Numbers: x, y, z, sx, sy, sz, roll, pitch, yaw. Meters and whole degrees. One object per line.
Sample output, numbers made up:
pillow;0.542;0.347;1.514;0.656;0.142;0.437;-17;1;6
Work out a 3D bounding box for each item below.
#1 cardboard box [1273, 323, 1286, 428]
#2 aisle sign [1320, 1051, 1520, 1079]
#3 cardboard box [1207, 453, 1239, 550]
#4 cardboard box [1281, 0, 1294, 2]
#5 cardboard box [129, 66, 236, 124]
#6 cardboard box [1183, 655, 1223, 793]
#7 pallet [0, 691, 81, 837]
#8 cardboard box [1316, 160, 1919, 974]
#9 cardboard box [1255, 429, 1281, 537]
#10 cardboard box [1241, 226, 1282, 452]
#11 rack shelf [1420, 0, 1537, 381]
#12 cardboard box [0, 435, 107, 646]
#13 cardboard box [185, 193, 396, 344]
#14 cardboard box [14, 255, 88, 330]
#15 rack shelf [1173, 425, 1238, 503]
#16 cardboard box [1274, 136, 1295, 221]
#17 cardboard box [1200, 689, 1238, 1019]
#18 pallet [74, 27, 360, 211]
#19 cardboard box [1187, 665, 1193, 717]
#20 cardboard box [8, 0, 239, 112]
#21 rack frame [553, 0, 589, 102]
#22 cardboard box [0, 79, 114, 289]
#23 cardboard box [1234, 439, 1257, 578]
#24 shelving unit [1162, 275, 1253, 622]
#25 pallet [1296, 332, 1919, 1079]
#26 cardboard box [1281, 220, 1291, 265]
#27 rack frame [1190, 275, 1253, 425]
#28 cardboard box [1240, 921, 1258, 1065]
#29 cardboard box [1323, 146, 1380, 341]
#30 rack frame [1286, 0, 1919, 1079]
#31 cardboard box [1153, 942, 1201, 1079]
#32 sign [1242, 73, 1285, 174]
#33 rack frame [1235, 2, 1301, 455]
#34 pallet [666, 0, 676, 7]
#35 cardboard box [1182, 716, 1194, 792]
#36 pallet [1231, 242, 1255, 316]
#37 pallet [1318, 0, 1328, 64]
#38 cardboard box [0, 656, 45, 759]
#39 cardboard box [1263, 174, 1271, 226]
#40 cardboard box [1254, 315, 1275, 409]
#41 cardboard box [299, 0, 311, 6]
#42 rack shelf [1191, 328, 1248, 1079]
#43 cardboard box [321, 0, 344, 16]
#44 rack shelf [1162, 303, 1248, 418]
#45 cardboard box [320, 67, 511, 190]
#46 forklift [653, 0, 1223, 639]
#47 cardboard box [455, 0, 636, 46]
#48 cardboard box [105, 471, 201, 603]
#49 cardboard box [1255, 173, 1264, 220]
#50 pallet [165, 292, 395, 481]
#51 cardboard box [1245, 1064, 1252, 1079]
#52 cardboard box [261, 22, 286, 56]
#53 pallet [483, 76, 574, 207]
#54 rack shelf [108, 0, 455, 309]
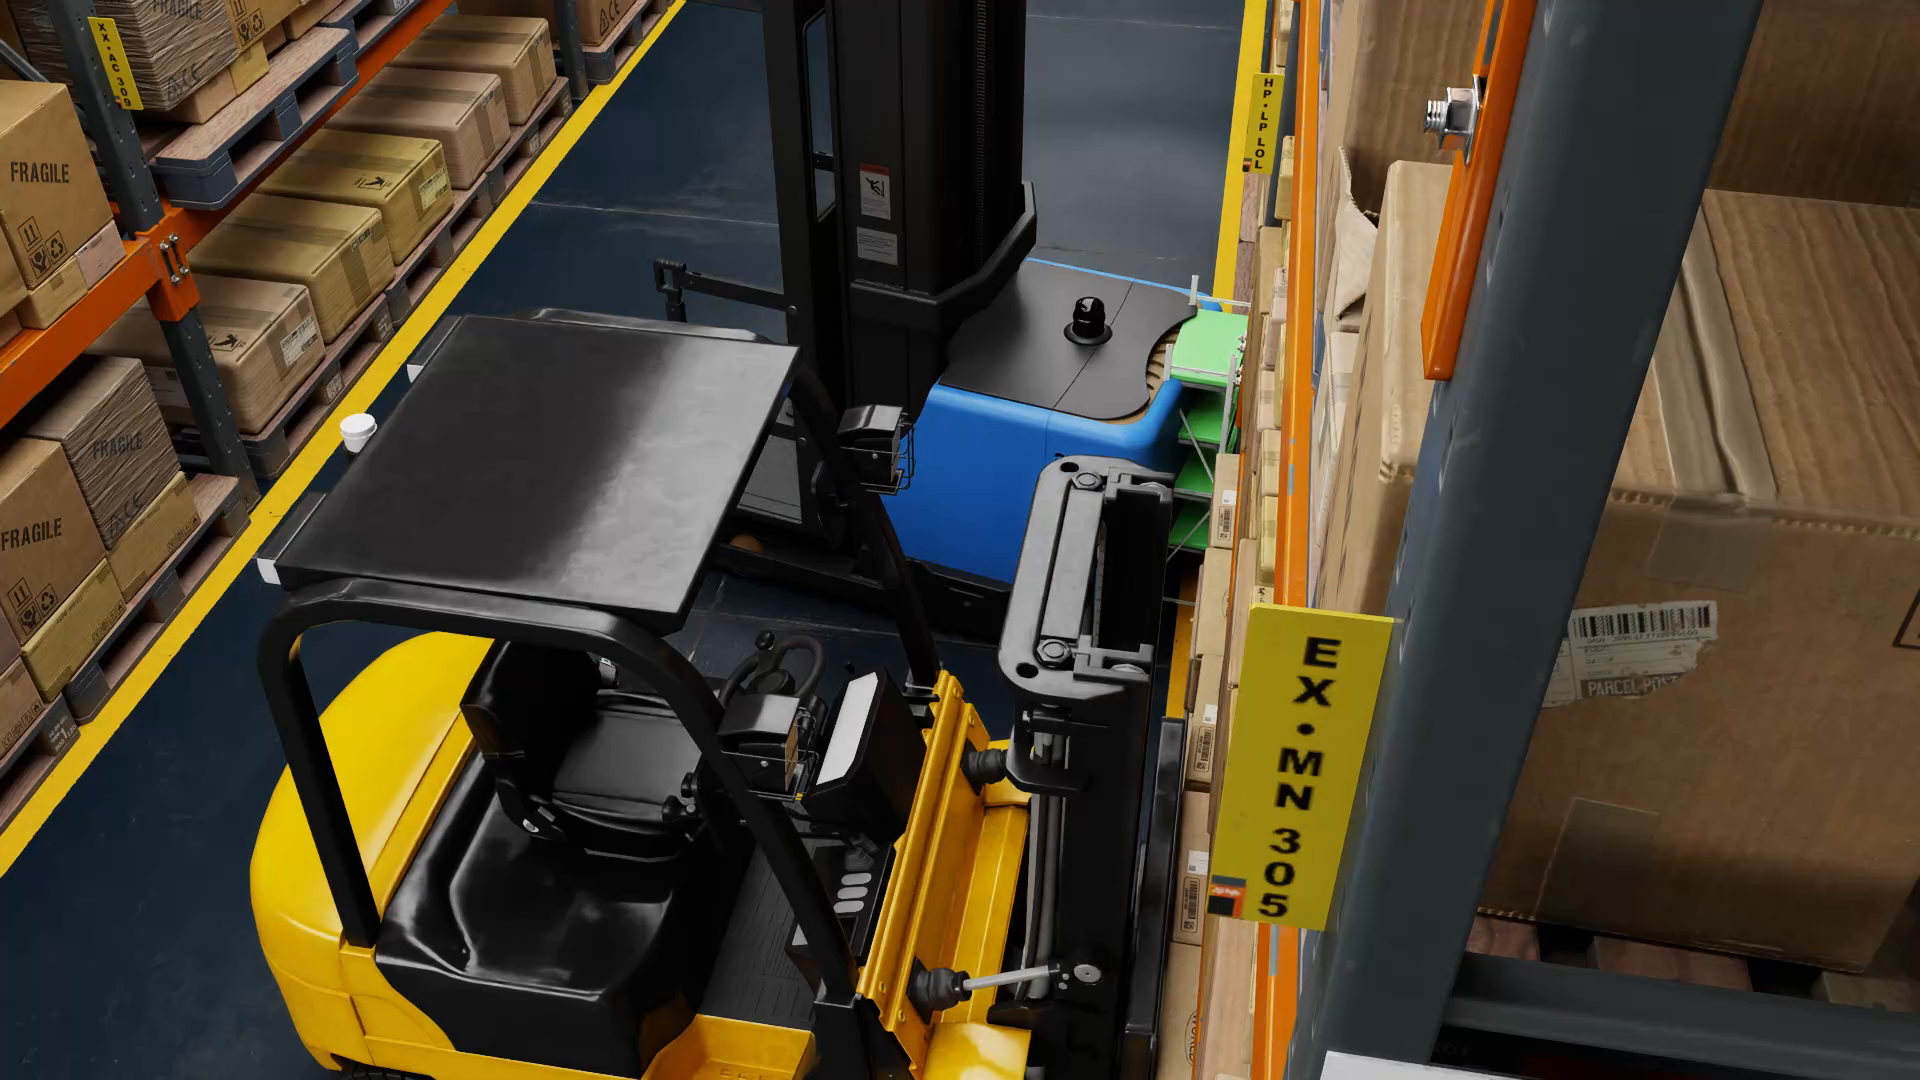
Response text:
cardboard box;0.963;-0.386;4.042;0.380;0.149;0.250;6;40;7
aisle sign;0.474;0.716;1.490;0.394;0.787;0.004;6;40;8
cardboard box;1.074;-0.020;5.464;0.500;0.250;0.500;6;40;7
cardboard box;1.476;-1.917;6.440;0.500;0.250;0.500;7;40;9
cardboard box;-3.016;-1.724;6.348;0.380;0.149;0.250;7;40;8
cardboard box;0.900;0.613;4.698;0.500;0.250;0.500;8;40;9
pallet;-3.713;0.921;5.470;1.003;0.211;1.213;6;40;8
cardboard box;0.611;0.009;1.544;0.500;0.500;0.500;8;40;9
cardboard box;0.902;-0.119;3.952;0.380;0.149;0.250;5;40;6
cardboard box;1.132;-0.591;5.032;0.500;0.500;0.500;5;40;6
rack shelf;1.120;-1.427;2.293;1.077;0.370;4.000;6;40;8
cardboard box;-3.347;-0.018;5.657;0.500;0.500;0.500;7;40;8
cardboard box;-3.214;-1.277;7.673;0.950;0.372;0.625;9;40;10
cardboard box;-3.215;-0.857;5.630;0.380;0.149;0.250;7;40;9
rack shelf;0.887;-0.269;6.226;0.258;0.148;0.480;11;40;13
cardboard box;1.119;-1.038;4.830;0.380;0.149;0.250;7;40;9
cardboard box;0.788;0.686;3.488;0.500;0.500;0.500;6;40;7
pallet;-3.148;-1.736;6.647;1.003;0.211;1.213;6;40;8
cardboard box;0.984;0.684;5.397;0.500;0.250;0.500;6;40;7
cardboard box;-3.060;-1.924;6.082;0.500;0.500;0.500;7;40;9
rack frame;-2.731;-3.857;9.061;1.000;3.000;0.127;6;40;8
cardboard box;-3.255;-1.194;5.528;0.500;0.500;0.500;5;40;7
cardboard box;0.972;0.056;4.250;0.500;0.500;0.500;6;40;7
shelving unit;0.887;-0.319;6.186;0.258;1.200;0.503;11;40;13
pallet;0.922;0.146;1.935;1.003;0.211;1.213;6;40;8
cardboard box;1.152;-0.919;4.920;0.380;0.149;0.250;6;40;7
rack frame;0.956;-0.465;6.368;0.240;1.200;0.015;11;40;13
cardboard box;0.659;0.732;2.690;0.380;0.149;0.250;7;40;9
cardboard box;0.662;-0.309;2.113;0.396;0.266;0.258;6;40;8
rack frame;0.774;-0.603;0.418;1.000;3.000;0.127;6;40;8
cardboard box;0.707;1.259;3.917;0.500;0.250;0.500;7;40;8
sign;0.930;-1.271;5.087;0.100;0.325;0.005;6;40;8
rack frame;1.466;-0.802;5.366;1.000;3.000;0.127;6;40;8
pallet;-2.307;-4.032;11.461;1.003;0.211;1.213;6;40;8
cardboard box;0.895;0.804;4.860;0.500;0.250;0.500;6;40;7
pallet;1.764;-0.962;7.747;1.003;0.211;1.213;6;40;8
pallet;1.344;-1.385;3.787;1.003;0.211;1.213;6;40;8
cardboard box;-3.436;0.606;5.492;0.500;0.250;0.500;7;40;8
cardboard box;1.300;-1.273;5.661;0.500;0.250;0.500;6;40;7
cardboard box;0.975;-0.443;4.345;0.380;0.149;0.250;7;40;9
cardboard box;-2.874;-2.547;6.836;0.500;0.500;0.500;6;40;7
rack shelf;1.120;0.731;4.077;1.077;0.370;4.000;6;40;8
cardboard box;-2.860;-2.378;7.139;0.380;0.149;0.250;7;40;8
rack shelf;0.888;-0.644;5.926;0.258;0.148;0.480;11;40;13
cardboard box;-2.958;-2.189;8.776;0.950;0.372;0.625;6;40;7
forklift;-0.579;-1.279;5.997;3.031;2.935;1.130;14;42;17
cardboard box;-2.530;-3.624;10.117;0.875;0.875;0.875;6;40;7
cardboard box;-3.261;-0.048;6.282;0.500;0.250;0.500;8;40;10
cardboard box;1.377;-1.405;6.213;0.500;0.250;0.500;6;40;7
pallet;-3.290;-0.761;7.504;1.003;0.211;1.213;6;40;8
cardboard box;0.678;0.852;2.778;0.380;0.149;0.250;7;40;9
cardboard box;-2.991;-2.066;6.762;0.380;0.149;0.250;9;40;11
pallet;-2.868;-2.292;9.357;1.003;0.211;1.213;6;40;8
rack shelf;-3.077;-2.325;7.772;1.077;0.370;4.000;6;40;8
